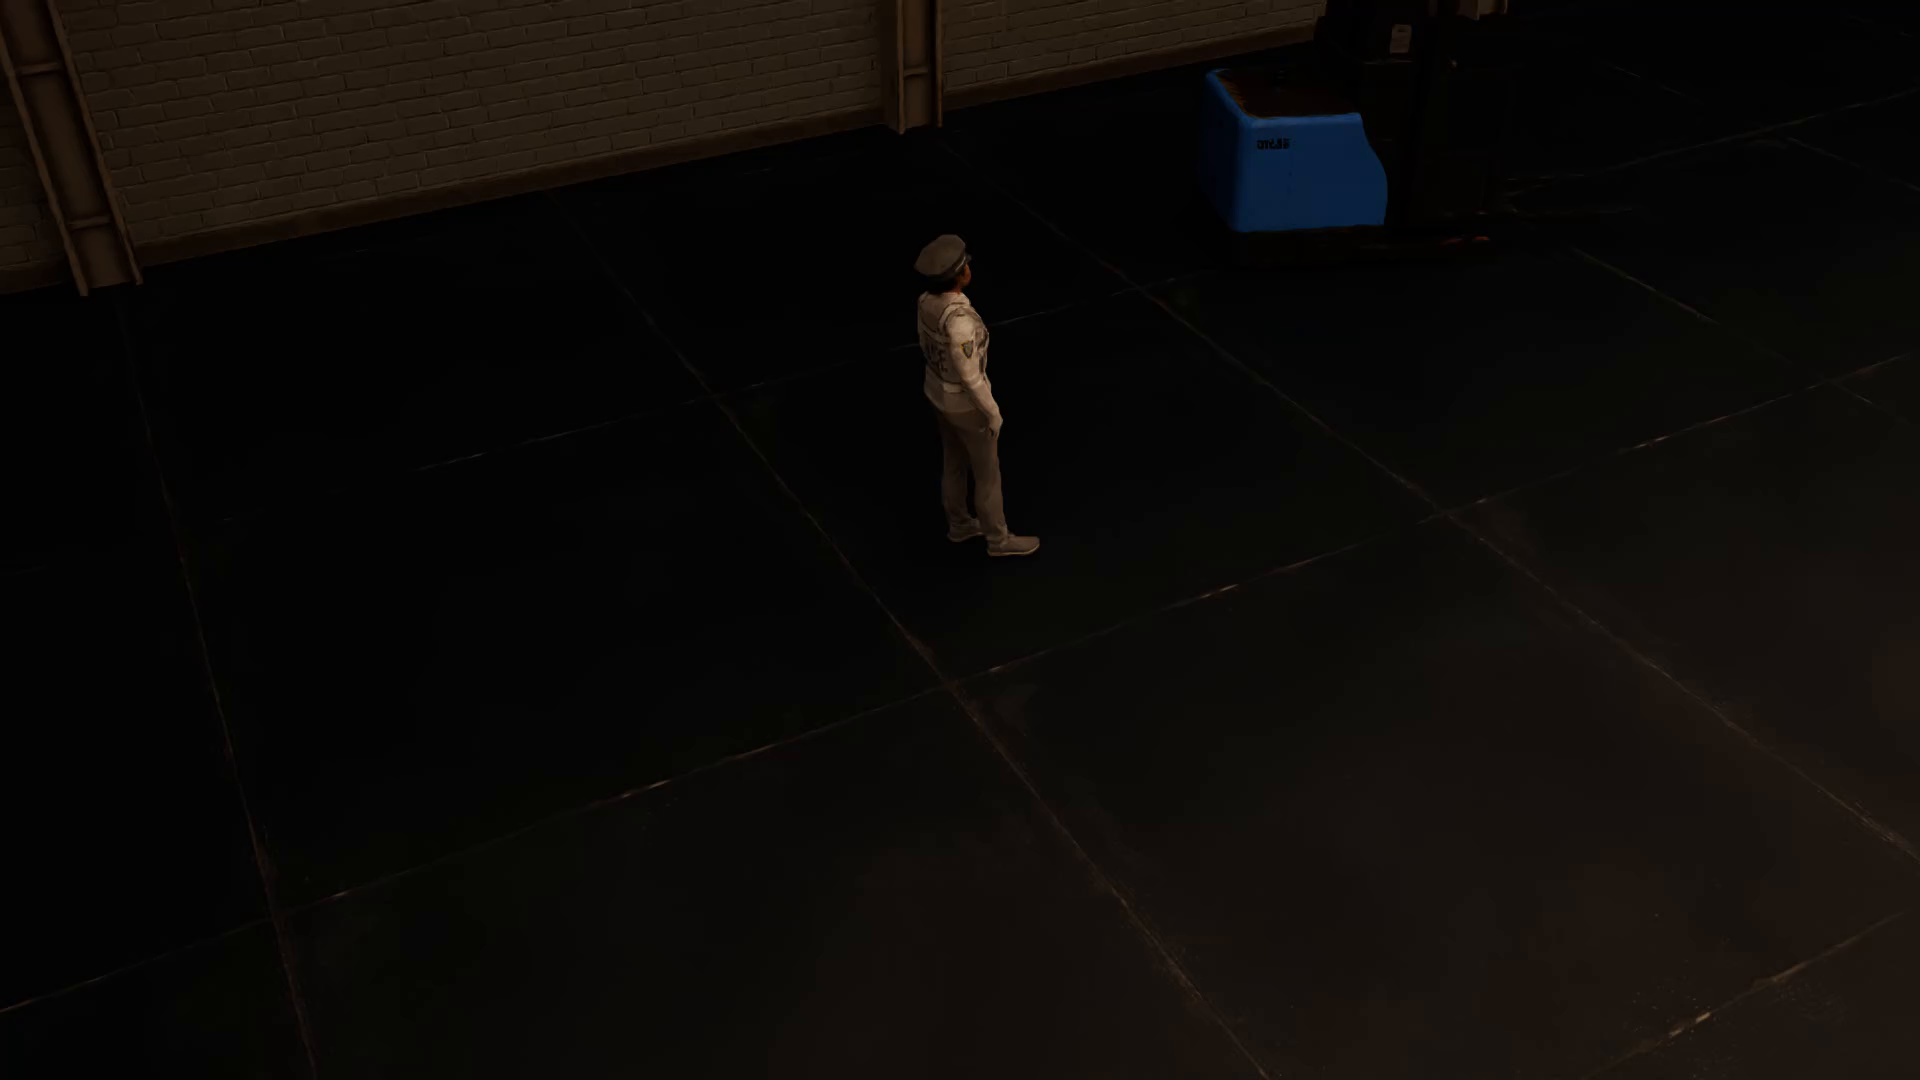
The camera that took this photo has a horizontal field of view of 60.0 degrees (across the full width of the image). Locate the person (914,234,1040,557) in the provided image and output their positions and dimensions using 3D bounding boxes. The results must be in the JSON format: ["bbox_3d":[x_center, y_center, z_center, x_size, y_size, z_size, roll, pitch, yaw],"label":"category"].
[{"bbox_3d":[0.063,-0.713,8.190,0.533,1.695,0.586,-17,39,-23],"label":"person"}]

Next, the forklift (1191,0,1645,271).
[{"bbox_3d":[3.210,-3.386,10.913,3.031,2.935,1.130,-5,36,-7],"label":"forklift"}]
